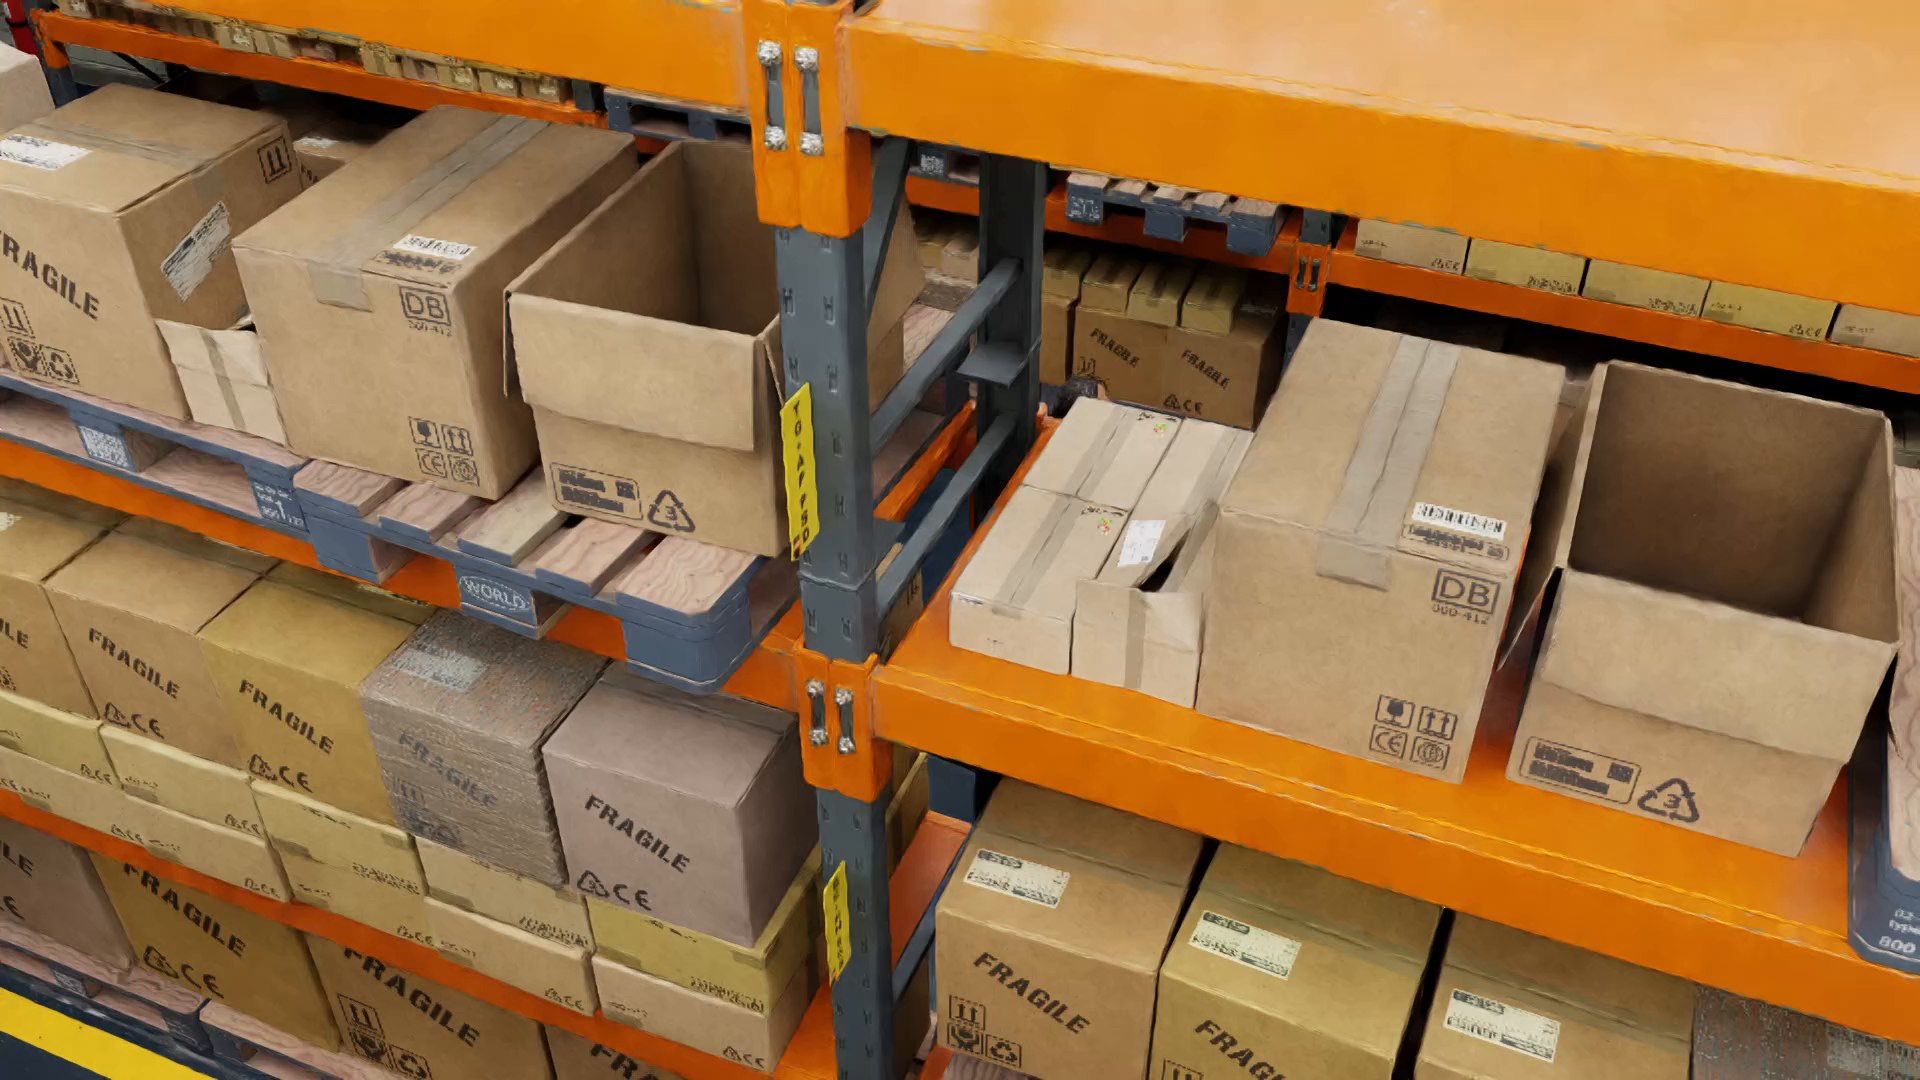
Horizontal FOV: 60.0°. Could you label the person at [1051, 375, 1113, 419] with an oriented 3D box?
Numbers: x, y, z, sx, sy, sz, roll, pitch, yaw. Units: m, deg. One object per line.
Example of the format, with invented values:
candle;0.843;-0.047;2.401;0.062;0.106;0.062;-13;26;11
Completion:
person;0.509;-0.023;6.966;0.866;1.498;0.705;-5;38;-7
